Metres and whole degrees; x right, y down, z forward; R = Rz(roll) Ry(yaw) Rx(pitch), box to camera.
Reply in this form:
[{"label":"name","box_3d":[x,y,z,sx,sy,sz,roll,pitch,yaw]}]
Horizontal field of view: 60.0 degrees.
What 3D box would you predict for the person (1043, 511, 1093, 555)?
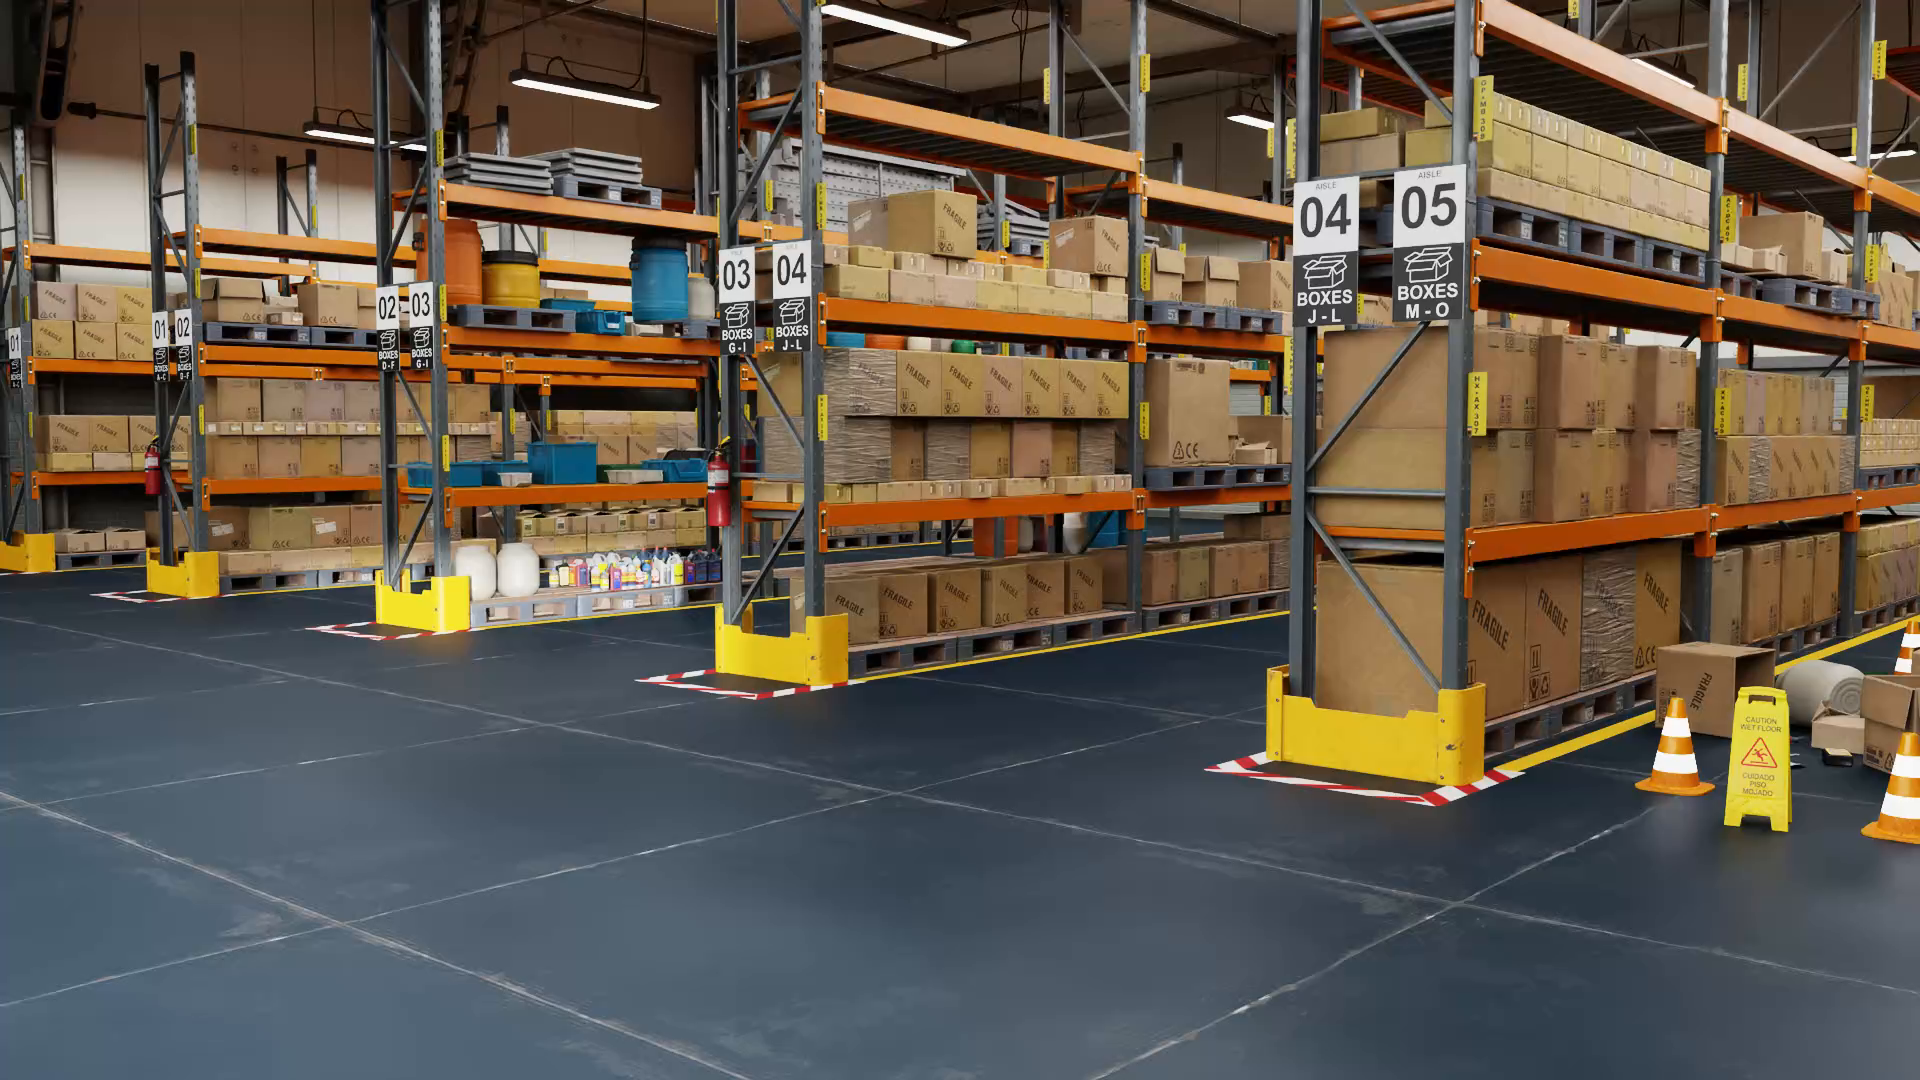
[{"label":"person","box_3d":[1.140,-0.041,17.332,0.522,1.523,0.611,3,5,42]}]
